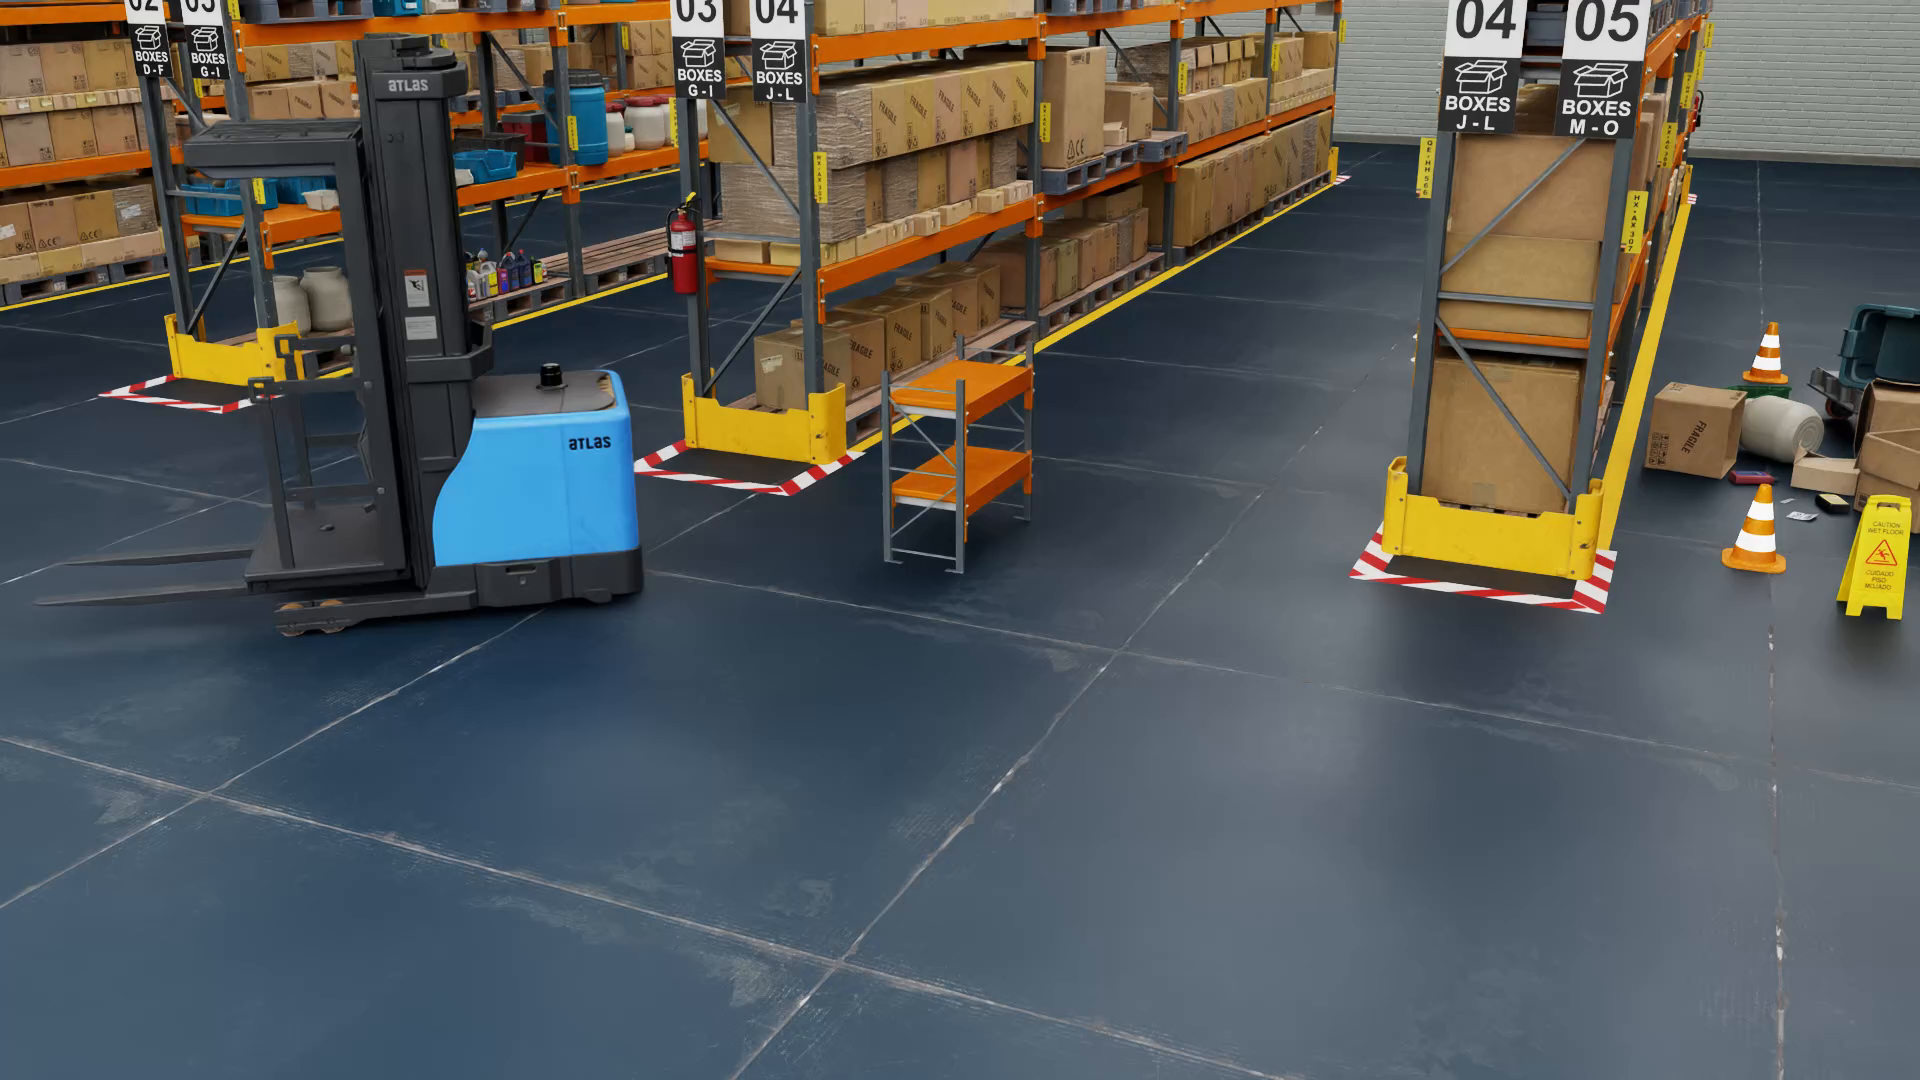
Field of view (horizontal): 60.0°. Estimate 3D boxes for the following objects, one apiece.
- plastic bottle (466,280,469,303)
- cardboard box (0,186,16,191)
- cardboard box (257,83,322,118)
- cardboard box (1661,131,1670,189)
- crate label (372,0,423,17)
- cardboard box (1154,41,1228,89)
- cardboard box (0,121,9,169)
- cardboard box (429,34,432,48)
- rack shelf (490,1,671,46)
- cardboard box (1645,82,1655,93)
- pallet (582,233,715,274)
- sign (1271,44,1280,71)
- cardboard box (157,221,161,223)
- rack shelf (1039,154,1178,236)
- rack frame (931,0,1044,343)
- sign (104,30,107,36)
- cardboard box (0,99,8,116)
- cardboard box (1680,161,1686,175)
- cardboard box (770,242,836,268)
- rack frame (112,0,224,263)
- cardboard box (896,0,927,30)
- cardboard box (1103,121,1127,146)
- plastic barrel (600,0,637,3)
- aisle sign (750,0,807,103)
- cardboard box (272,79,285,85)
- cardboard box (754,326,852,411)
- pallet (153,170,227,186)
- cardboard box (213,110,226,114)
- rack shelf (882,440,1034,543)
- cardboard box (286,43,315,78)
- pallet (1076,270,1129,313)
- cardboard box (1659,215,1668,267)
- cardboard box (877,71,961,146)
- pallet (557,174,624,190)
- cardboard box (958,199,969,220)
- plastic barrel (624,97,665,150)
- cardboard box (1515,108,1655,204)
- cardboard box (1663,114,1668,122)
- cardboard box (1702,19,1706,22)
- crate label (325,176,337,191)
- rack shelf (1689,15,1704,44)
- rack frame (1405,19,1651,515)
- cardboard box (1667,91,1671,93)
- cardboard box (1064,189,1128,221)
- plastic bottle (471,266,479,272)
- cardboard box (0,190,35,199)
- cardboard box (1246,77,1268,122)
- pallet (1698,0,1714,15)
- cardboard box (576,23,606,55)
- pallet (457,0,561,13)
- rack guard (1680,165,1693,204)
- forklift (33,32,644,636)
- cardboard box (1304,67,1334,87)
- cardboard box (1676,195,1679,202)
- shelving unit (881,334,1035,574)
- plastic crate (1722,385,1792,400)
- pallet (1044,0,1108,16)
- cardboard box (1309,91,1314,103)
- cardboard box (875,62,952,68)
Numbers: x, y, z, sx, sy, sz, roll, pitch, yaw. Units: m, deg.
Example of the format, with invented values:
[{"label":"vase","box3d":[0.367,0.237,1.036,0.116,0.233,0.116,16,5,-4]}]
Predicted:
[{"label":"plastic bottle","box3d":[-4.636,-2.342,15.492,0.097,0.271,0.097,0,20,0]},{"label":"cardboard box","box3d":[-12.876,-4.715,21.824,0.700,0.500,0.500,8,21,22]},{"label":"cardboard box","box3d":[-8.057,-5.208,19.988,0.500,0.500,0.500,9,21,23]},{"label":"cardboard box","box3d":[6.206,-3.486,15.145,0.500,0.500,0.500,9,21,23]},{"label":"crate label","box3d":[-4.860,-4.581,14.119,0.502,0.251,0.408,9,21,23]},{"label":"cardboard box","box3d":[2.719,-5.623,19.657,0.797,0.503,0.637,9,22,24]},{"label":"cardboard box","box3d":[-9.823,-3.892,16.287,0.700,0.500,0.500,9,21,23]},{"label":"cardboard box","box3d":[-9.511,-8.266,28.288,0.980,0.700,0.700,8,21,21]},{"label":"rack shelf","box3d":[-3.471,-5.620,17.891,1.077,0.370,4.000,9,21,23]},{"label":"cardboard box","box3d":[5.327,-3.526,13.764,0.700,0.500,0.500,9,21,23]},{"label":"pallet","box3d":[-3.505,-3.240,18.763,1.003,0.211,1.213,9,21,23]},{"label":"sign","box3d":[4.004,-6.137,21.138,0.100,0.325,0.005,9,21,23]},{"label":"cardboard box","box3d":[-9.273,-3.417,18.577,0.500,0.250,0.500,9,21,23]},{"label":"rack shelf","box3d":[1.048,-3.527,16.482,1.077,0.370,4.000,9,21,23]},{"label":"rack frame","box3d":[0.229,-3.254,14.643,1.000,3.000,0.127,9,21,23]},{"label":"sign","box3d":[-12.198,-7.137,23.832,0.100,0.325,0.005,9,21,23]},{"label":"cardboard box","box3d":[-9.562,-4.229,16.266,0.380,0.149,0.250,8,21,22]},{"label":"cardboard box","box3d":[9.496,-4.984,22.246,0.380,0.149,0.250,8,21,21]},{"label":"cardboard box","box3d":[-1.075,-1.968,11.400,0.380,0.149,0.250,9,21,23]},{"label":"rack frame","box3d":[-8.807,-4.615,18.468,1.000,3.000,0.127,9,21,23]},{"label":"cardboard box","box3d":[-0.564,-3.795,11.911,0.500,0.250,0.500,8,21,22]},{"label":"cardboard box","box3d":[1.431,-4.065,16.496,0.396,0.266,0.258,8,21,21]},{"label":"plastic barrel","box3d":[-3.744,-6.168,17.612,0.600,0.901,0.708,9,21,23]},{"label":"aisle sign","box3d":[-1.161,-3.196,10.600,0.394,0.787,0.004,9,21,23]},{"label":"cardboard box","box3d":[-10.611,-7.026,25.593,0.380,0.149,0.250,9,22,24]},{"label":"cardboard box","box3d":[-1.138,-1.240,12.083,0.500,0.500,0.500,13,23,33]},{"label":"pallet","box3d":[-11.298,-5.433,24.930,1.003,0.211,1.213,9,21,23]},{"label":"cardboard box","box3d":[-10.904,-6.175,25.436,0.750,0.750,0.750,8,21,22]},{"label":"rack shelf","box3d":[0.003,-0.302,9.868,0.538,0.278,1.000,9,21,23]},{"label":"cardboard box","box3d":[-10.424,-7.450,25.818,0.500,0.500,0.500,9,21,23]},{"label":"pallet","box3d":[1.045,-2.553,16.832,1.003,0.211,1.213,9,21,23]},{"label":"cardboard box","box3d":[7.076,-3.121,17.372,0.500,0.500,0.500,9,21,23]},{"label":"cardboard box","box3d":[-0.321,-3.279,12.627,0.500,0.500,0.500,9,21,23]},{"label":"pallet","box3d":[-5.830,-5.492,25.098,1.003,0.211,1.213,9,21,23]},{"label":"cardboard box","box3d":[-0.148,-2.655,13.331,0.380,0.149,0.250,9,21,23]},{"label":"plastic barrel","box3d":[-3.397,-4.485,17.899,0.433,0.535,0.433,0,20,0]},{"label":"cardboard box","box3d":[3.756,-2.341,10.239,0.875,0.550,0.550,9,21,23]},{"label":"cardboard box","box3d":[6.732,-4.105,16.340,0.380,0.149,0.250,10,22,25]},{"label":"cardboard box","box3d":[9.666,-6.695,22.234,0.500,0.500,0.500,8,21,22]},{"label":"crate label","box3d":[-5.421,-3.328,14.796,0.502,0.435,0.616,9,21,23]},{"label":"rack shelf","box3d":[7.170,-5.451,17.418,1.077,0.370,4.000,9,21,23]},{"label":"rack frame","box3d":[3.075,-1.320,9.204,1.000,3.000,0.127,9,21,23]},{"label":"cardboard box","box3d":[7.147,-4.561,17.177,0.380,0.149,0.250,10,22,25]},{"label":"cardboard box","box3d":[1.412,-3.487,17.253,0.500,0.250,0.500,11,22,29]},{"label":"plastic bottle","box3d":[-4.605,-2.474,15.845,0.061,0.283,0.133,9,21,23]},{"label":"cardboard box","box3d":[-9.895,-3.313,17.165,0.500,0.500,0.500,9,21,23]},{"label":"cardboard box","box3d":[3.563,-5.566,20.995,0.500,0.500,0.500,9,21,23]},{"label":"pallet","box3d":[6.136,-4.886,15.036,1.213,0.211,1.003,10,22,25]},{"label":"cardboard box","box3d":[-5.560,-7.769,25.695,0.500,0.500,0.500,9,21,23]},{"label":"pallet","box3d":[-4.496,-5.024,15.425,1.213,0.211,1.003,9,21,23]},{"label":"rack guard","box3d":[9.596,-5.010,23.311,1.175,0.500,0.348,9,21,23]},{"label":"forklift","box3d":[-3.293,-1.079,8.630,3.031,2.935,1.130,-5,20,-13]},{"label":"cardboard box","box3d":[5.187,-6.808,24.414,0.500,0.250,0.500,8,21,22]},{"label":"cardboard box","box3d":[9.265,-4.551,21.917,0.380,0.149,0.250,8,21,20]},{"label":"shelving unit","box3d":[0.003,-0.532,9.786,0.538,1.125,1.048,9,21,23]},{"label":"plastic crate","box3d":[5.837,-1.012,12.449,0.662,0.188,0.450,-14,14,-33]},{"label":"pallet","box3d":[0.579,-4.753,14.661,1.213,0.211,1.003,9,21,23]},{"label":"cardboard box","box3d":[4.775,-6.258,23.465,0.380,0.149,0.250,9,21,23]},{"label":"cardboard box","box3d":[-0.390,-3.657,13.690,0.500,0.500,0.500,9,21,23]}]
